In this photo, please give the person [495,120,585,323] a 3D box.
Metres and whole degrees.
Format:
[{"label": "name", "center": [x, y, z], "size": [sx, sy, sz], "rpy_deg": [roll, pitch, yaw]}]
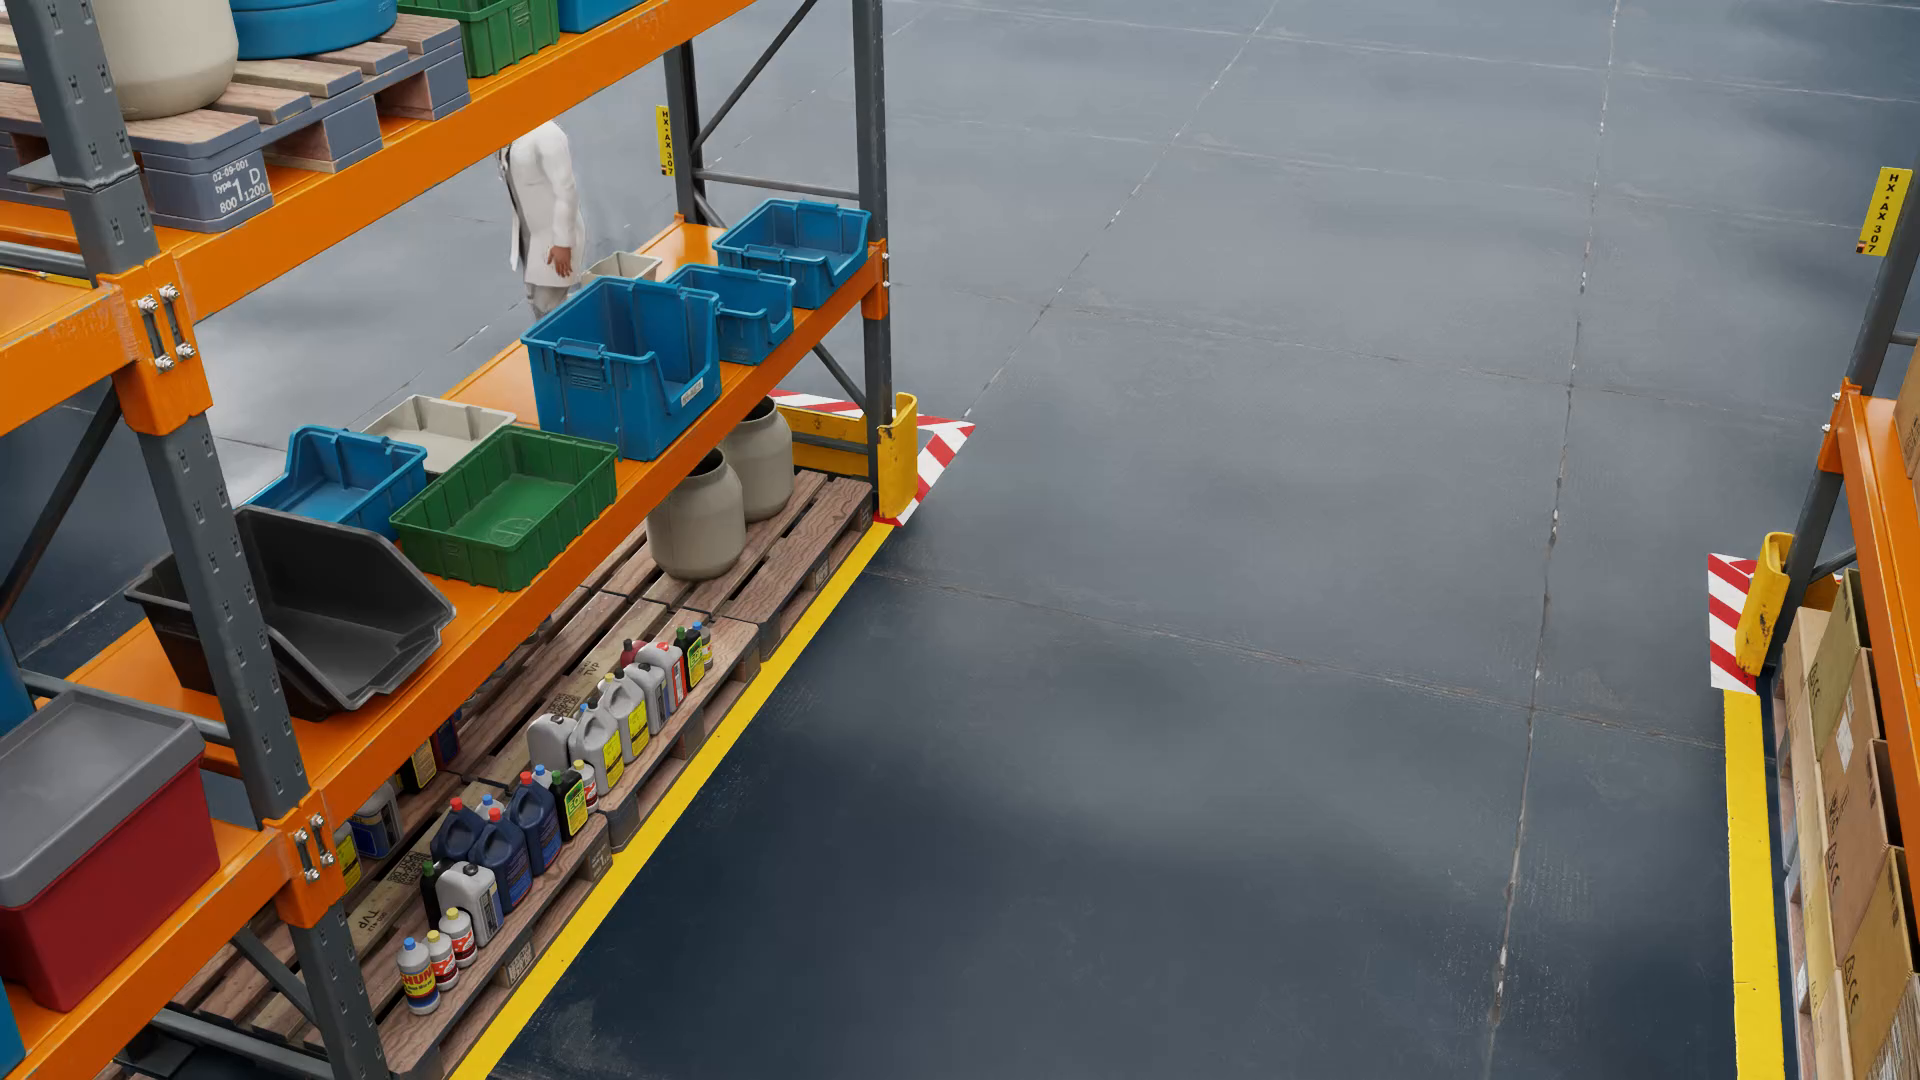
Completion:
[{"label": "person", "center": [-2.055, -1.623, 8.644], "size": [0.632, 1.754, 0.610], "rpy_deg": [-25, 40, -33]}]
